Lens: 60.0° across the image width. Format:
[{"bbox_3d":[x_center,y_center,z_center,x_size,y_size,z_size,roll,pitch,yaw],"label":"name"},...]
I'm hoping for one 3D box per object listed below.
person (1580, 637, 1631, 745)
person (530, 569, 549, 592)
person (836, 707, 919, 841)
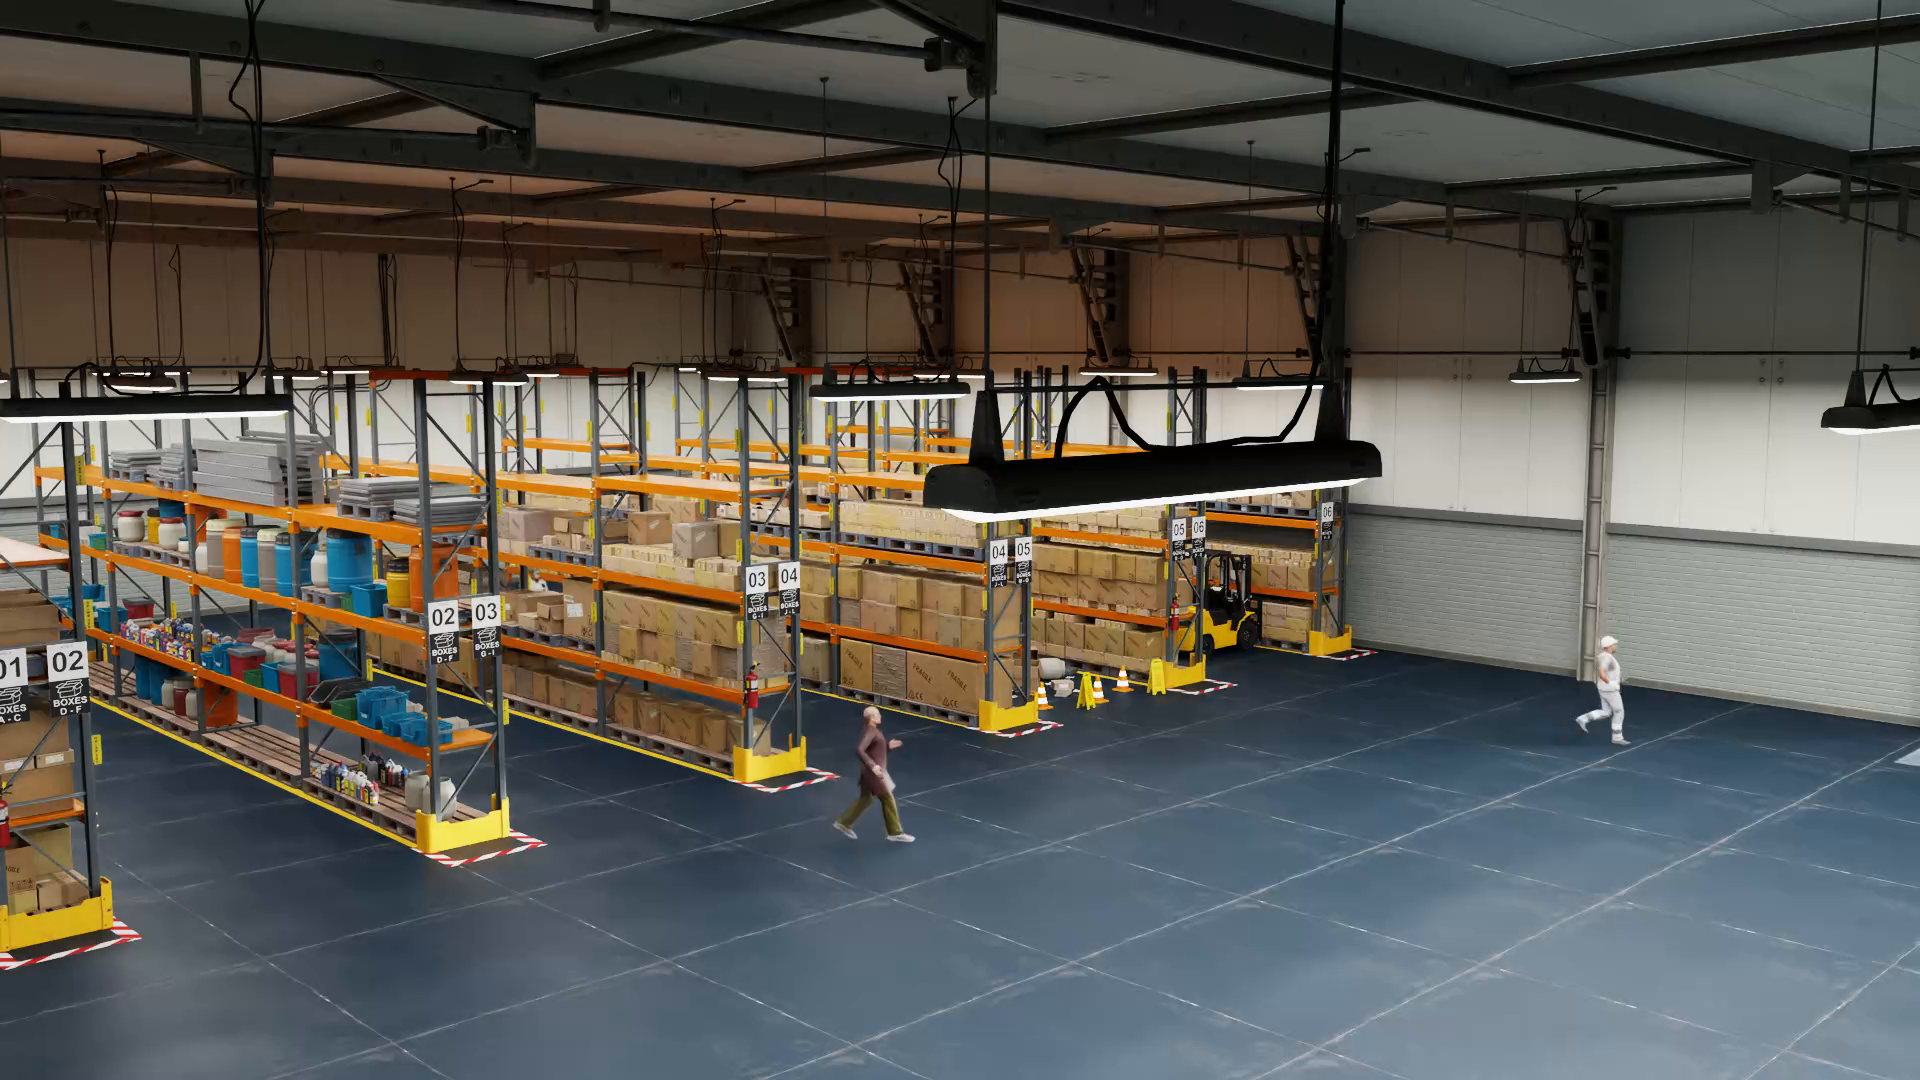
[{"bbox_3d":[10.468,2.440,26.868,0.794,1.765,0.655,1,7,8],"label":"person"},{"bbox_3d":[-9.144,1.409,36.008,1.065,1.620,0.578,6,9,41],"label":"person"},{"bbox_3d":[-1.064,3.014,21.360,1.066,1.760,0.704,-2,7,-14],"label":"person"}]
